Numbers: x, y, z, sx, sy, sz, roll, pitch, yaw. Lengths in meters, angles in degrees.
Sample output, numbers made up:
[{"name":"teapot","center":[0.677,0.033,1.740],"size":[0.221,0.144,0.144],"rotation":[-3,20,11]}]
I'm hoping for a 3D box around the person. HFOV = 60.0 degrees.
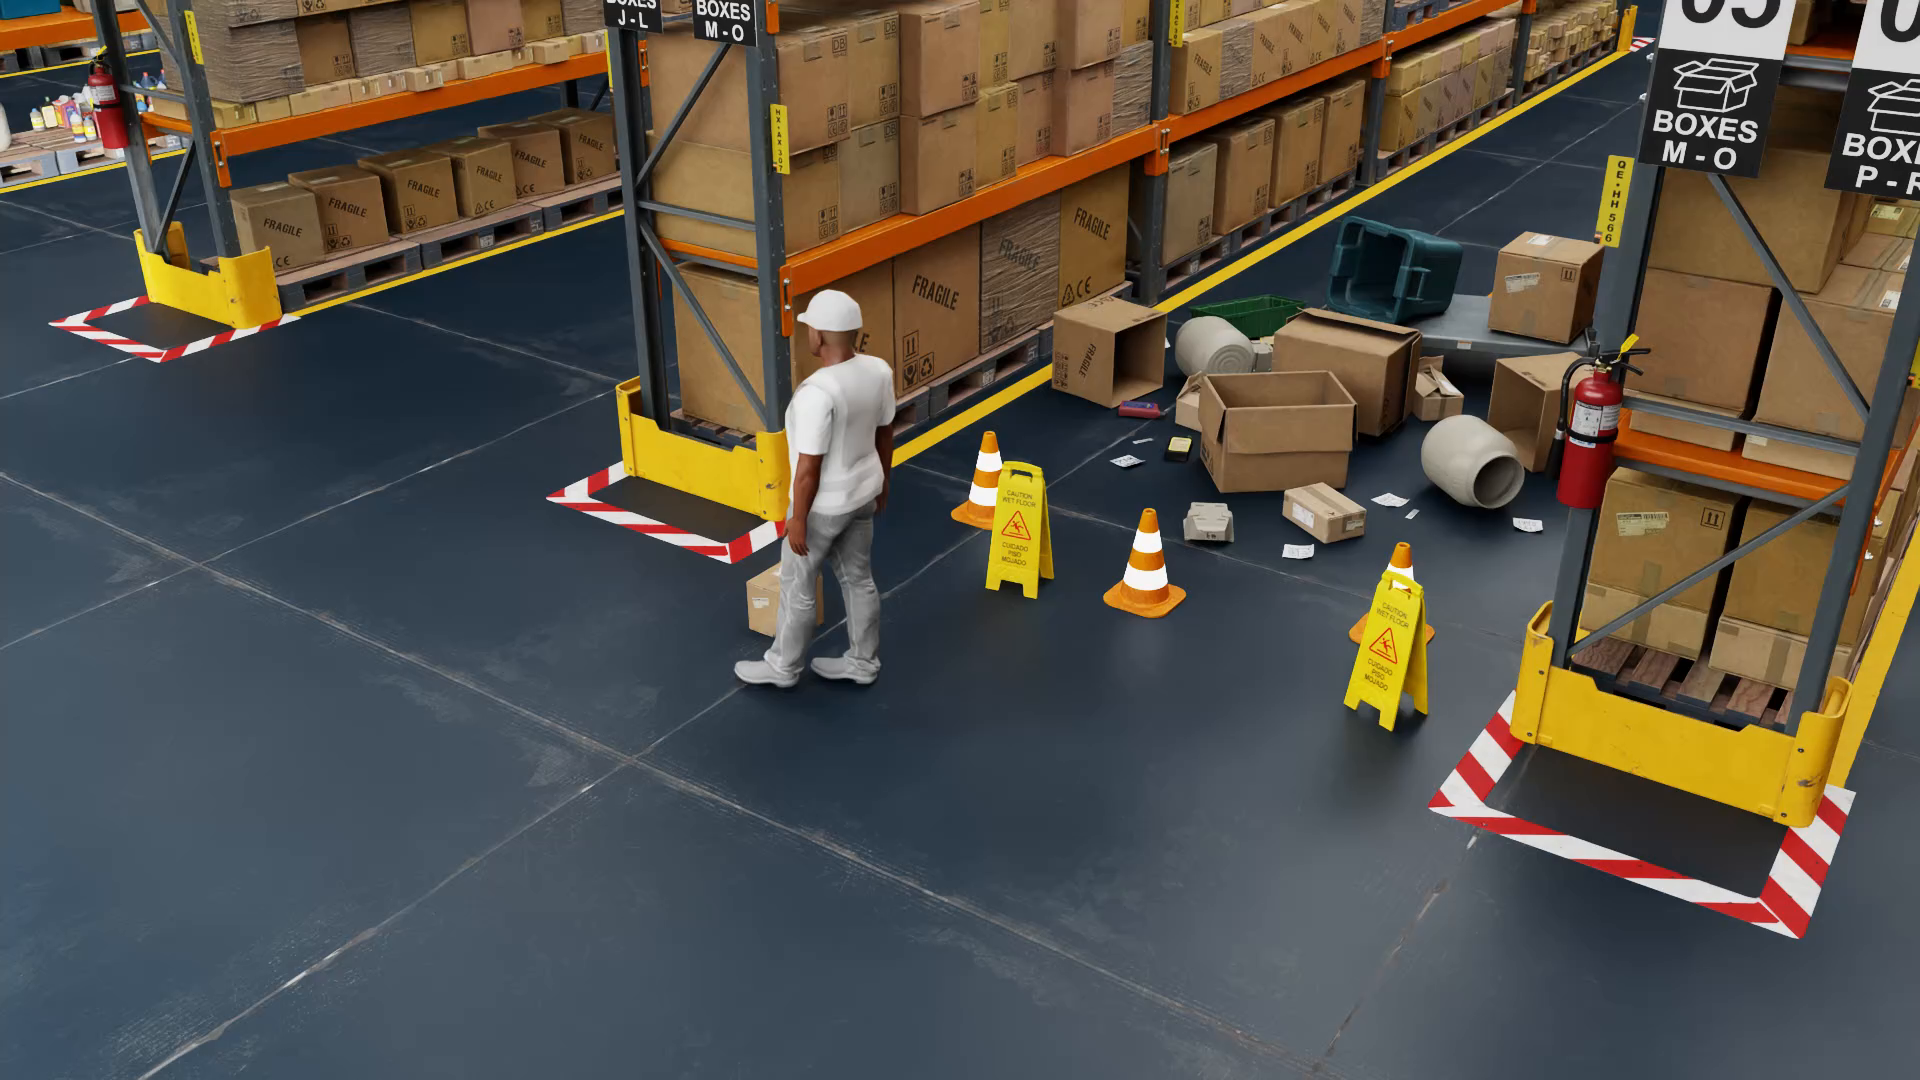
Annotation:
[{"name":"person","center":[-0.614,-0.211,6.994],"size":[0.585,1.768,0.596],"rotation":[17,32,30]}]
